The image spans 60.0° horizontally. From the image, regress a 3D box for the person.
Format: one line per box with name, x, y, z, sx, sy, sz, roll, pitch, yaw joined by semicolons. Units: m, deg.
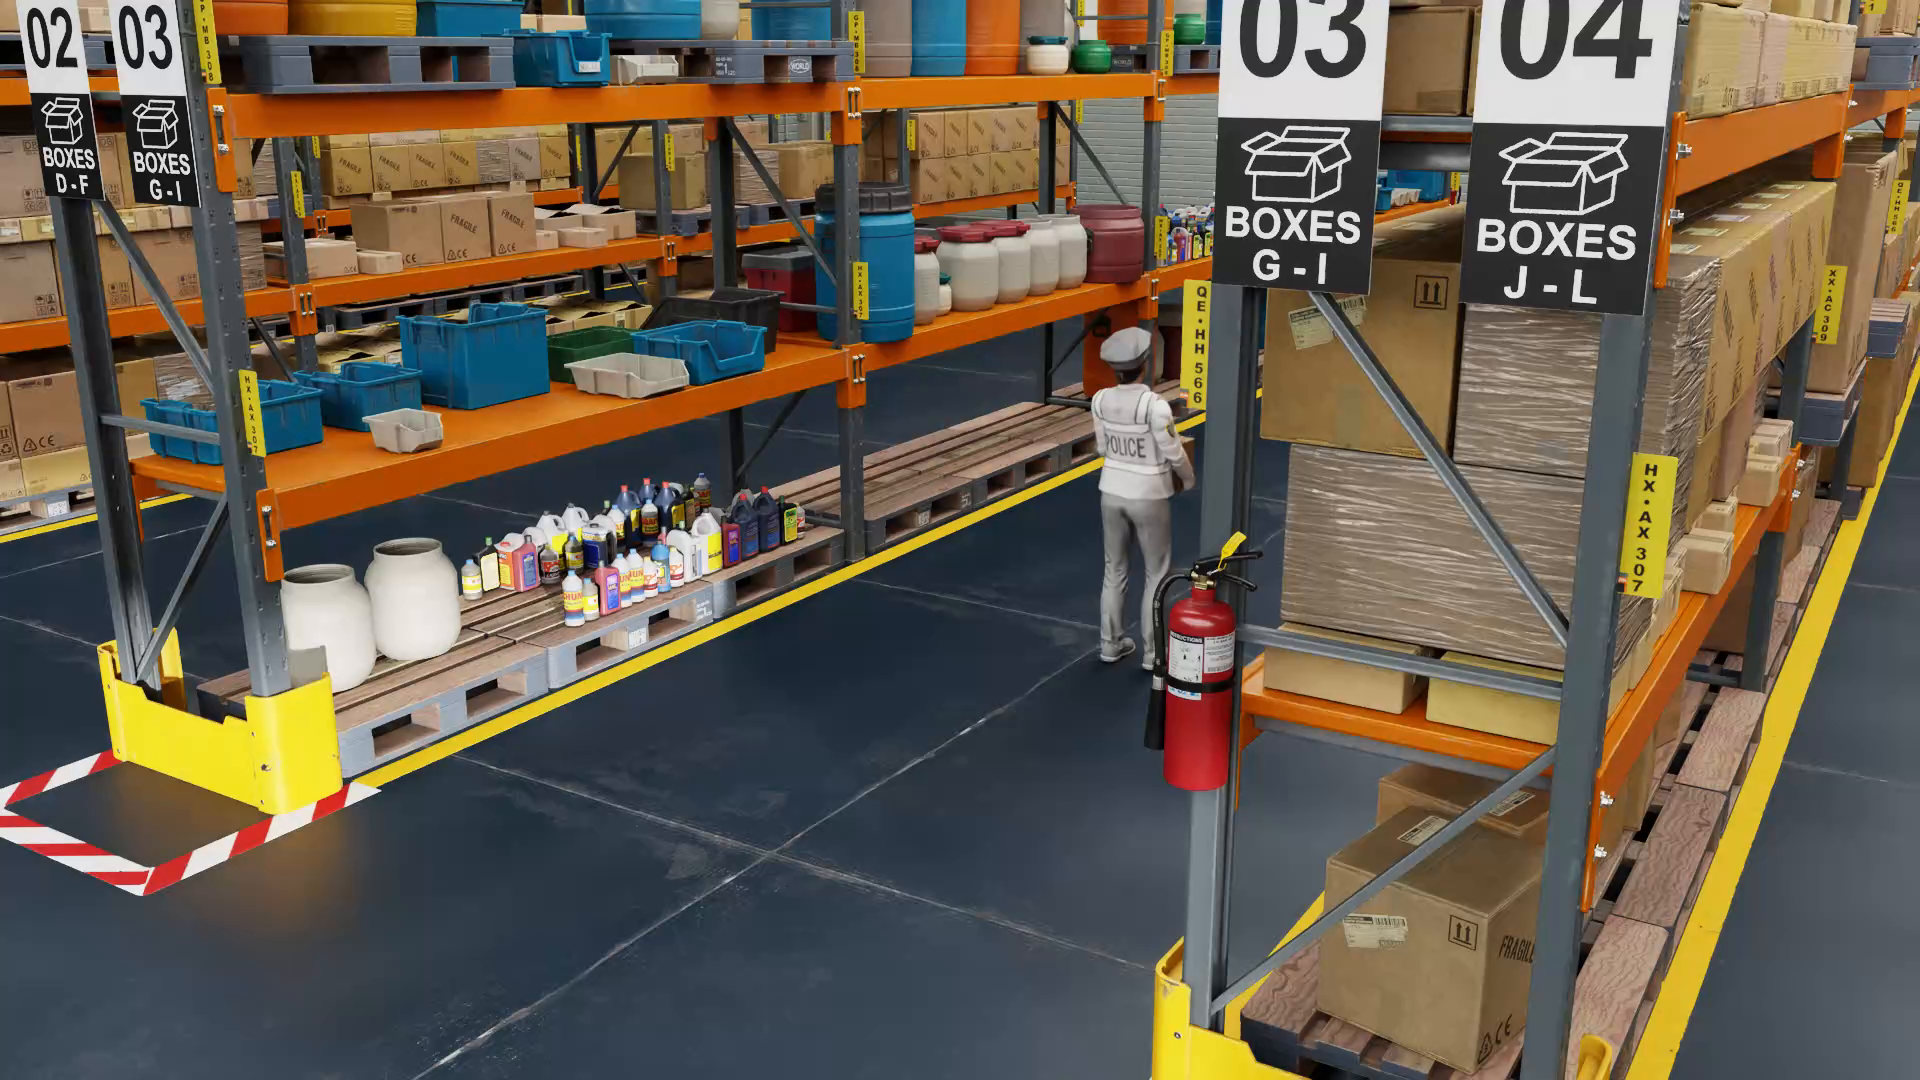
person;0.898;-0.214;8.204;0.468;1.697;0.552;13;21;38
